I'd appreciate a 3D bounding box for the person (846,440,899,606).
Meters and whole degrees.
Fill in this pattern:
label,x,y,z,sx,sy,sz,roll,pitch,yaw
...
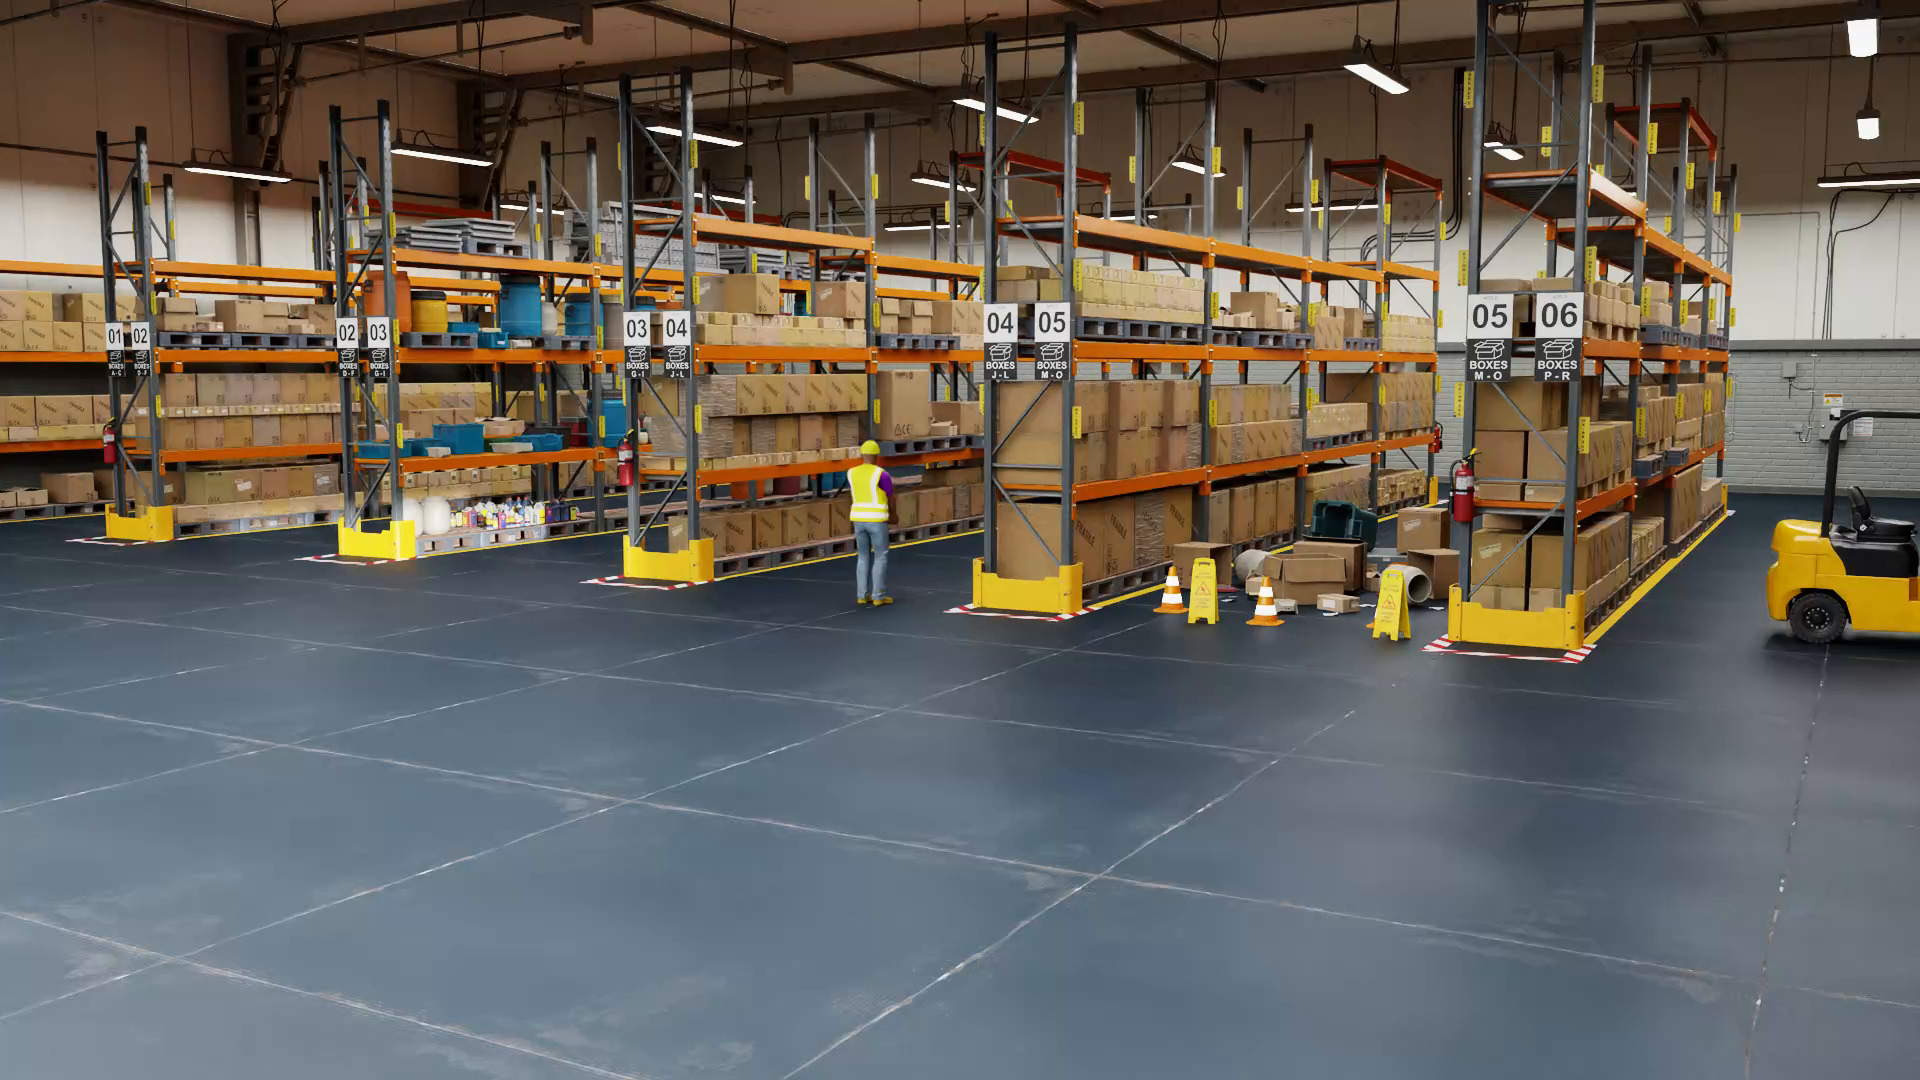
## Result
label,x,y,z,sx,sy,sz,roll,pitch,yaw
person,-0.926,-0.199,17.964,0.505,1.762,0.566,3,7,28
